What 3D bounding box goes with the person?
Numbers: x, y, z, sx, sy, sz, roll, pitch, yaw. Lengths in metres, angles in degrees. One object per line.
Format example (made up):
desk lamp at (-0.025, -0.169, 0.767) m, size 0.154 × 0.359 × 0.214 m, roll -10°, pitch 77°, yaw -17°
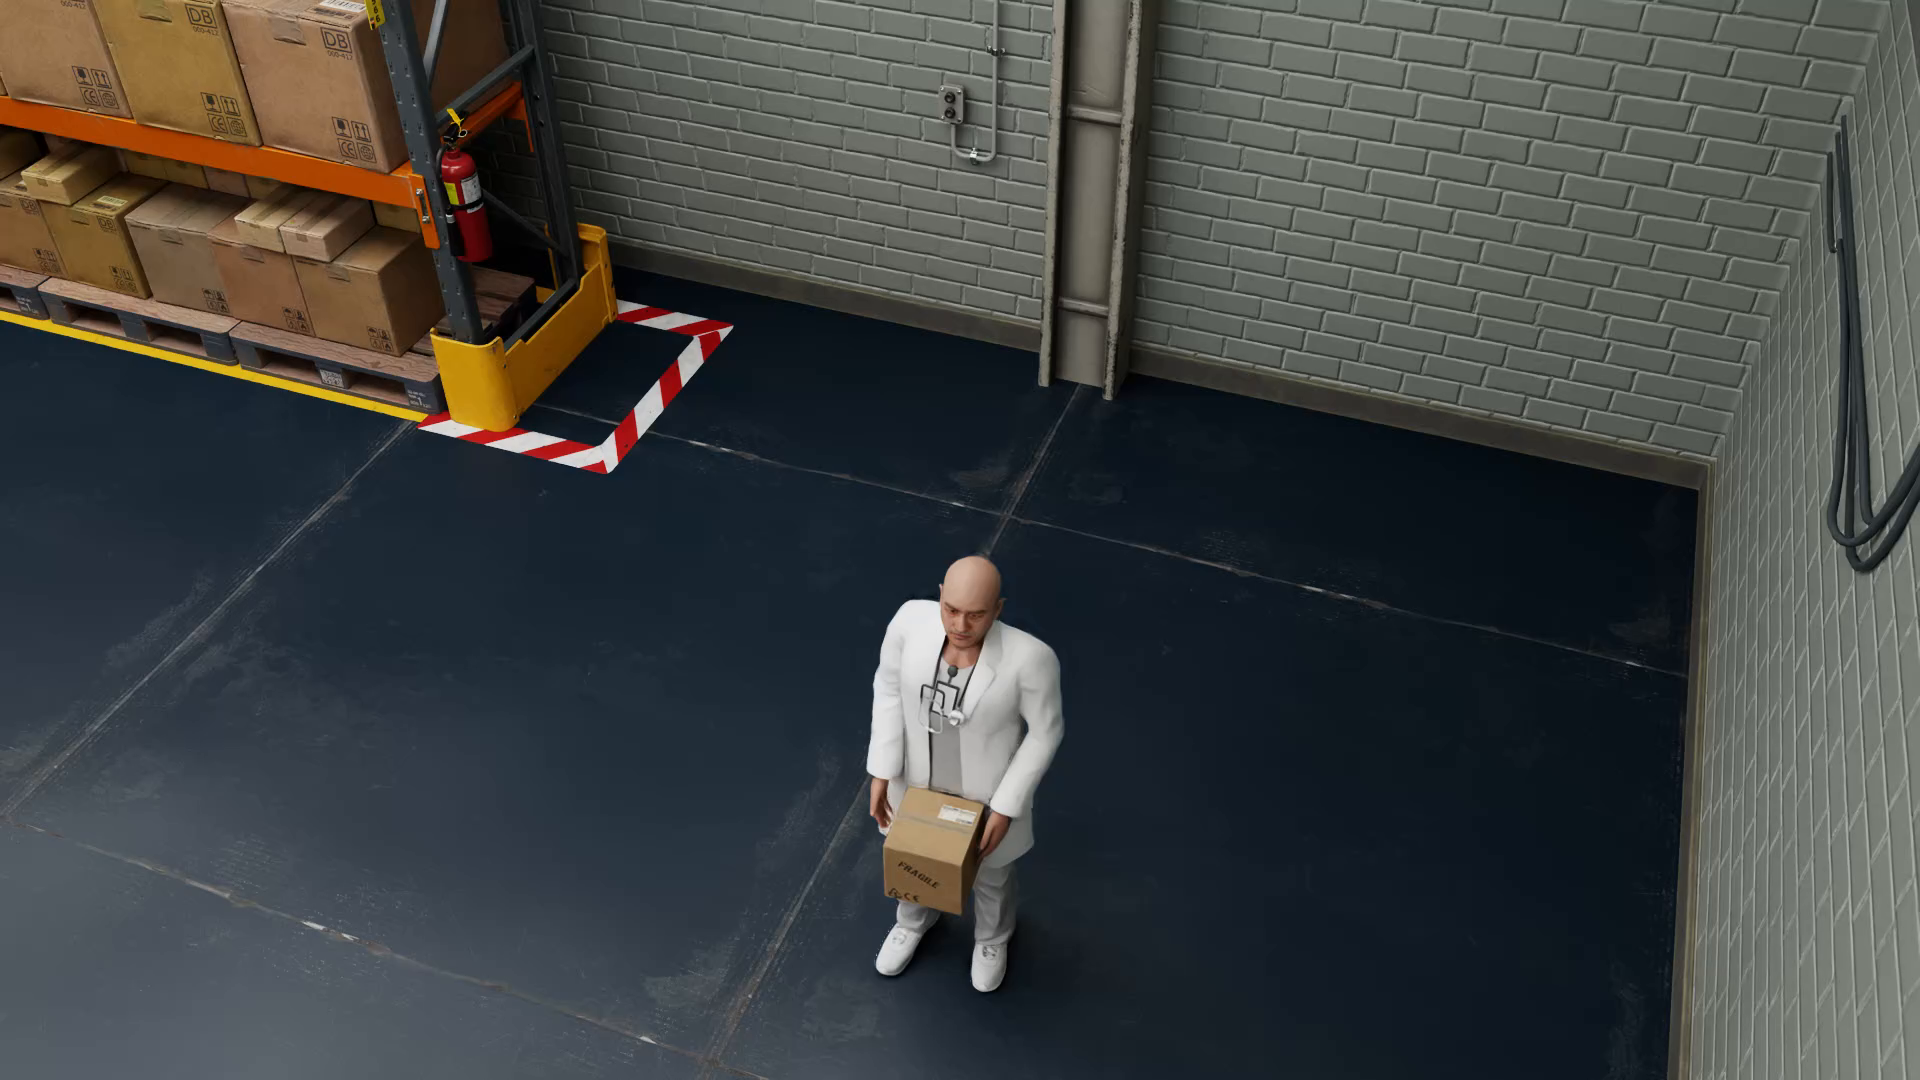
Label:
person at (-0.002, 0.782, 5.270) m, size 0.620 × 1.775 × 0.452 m, roll 14°, pitch 43°, yaw 15°
